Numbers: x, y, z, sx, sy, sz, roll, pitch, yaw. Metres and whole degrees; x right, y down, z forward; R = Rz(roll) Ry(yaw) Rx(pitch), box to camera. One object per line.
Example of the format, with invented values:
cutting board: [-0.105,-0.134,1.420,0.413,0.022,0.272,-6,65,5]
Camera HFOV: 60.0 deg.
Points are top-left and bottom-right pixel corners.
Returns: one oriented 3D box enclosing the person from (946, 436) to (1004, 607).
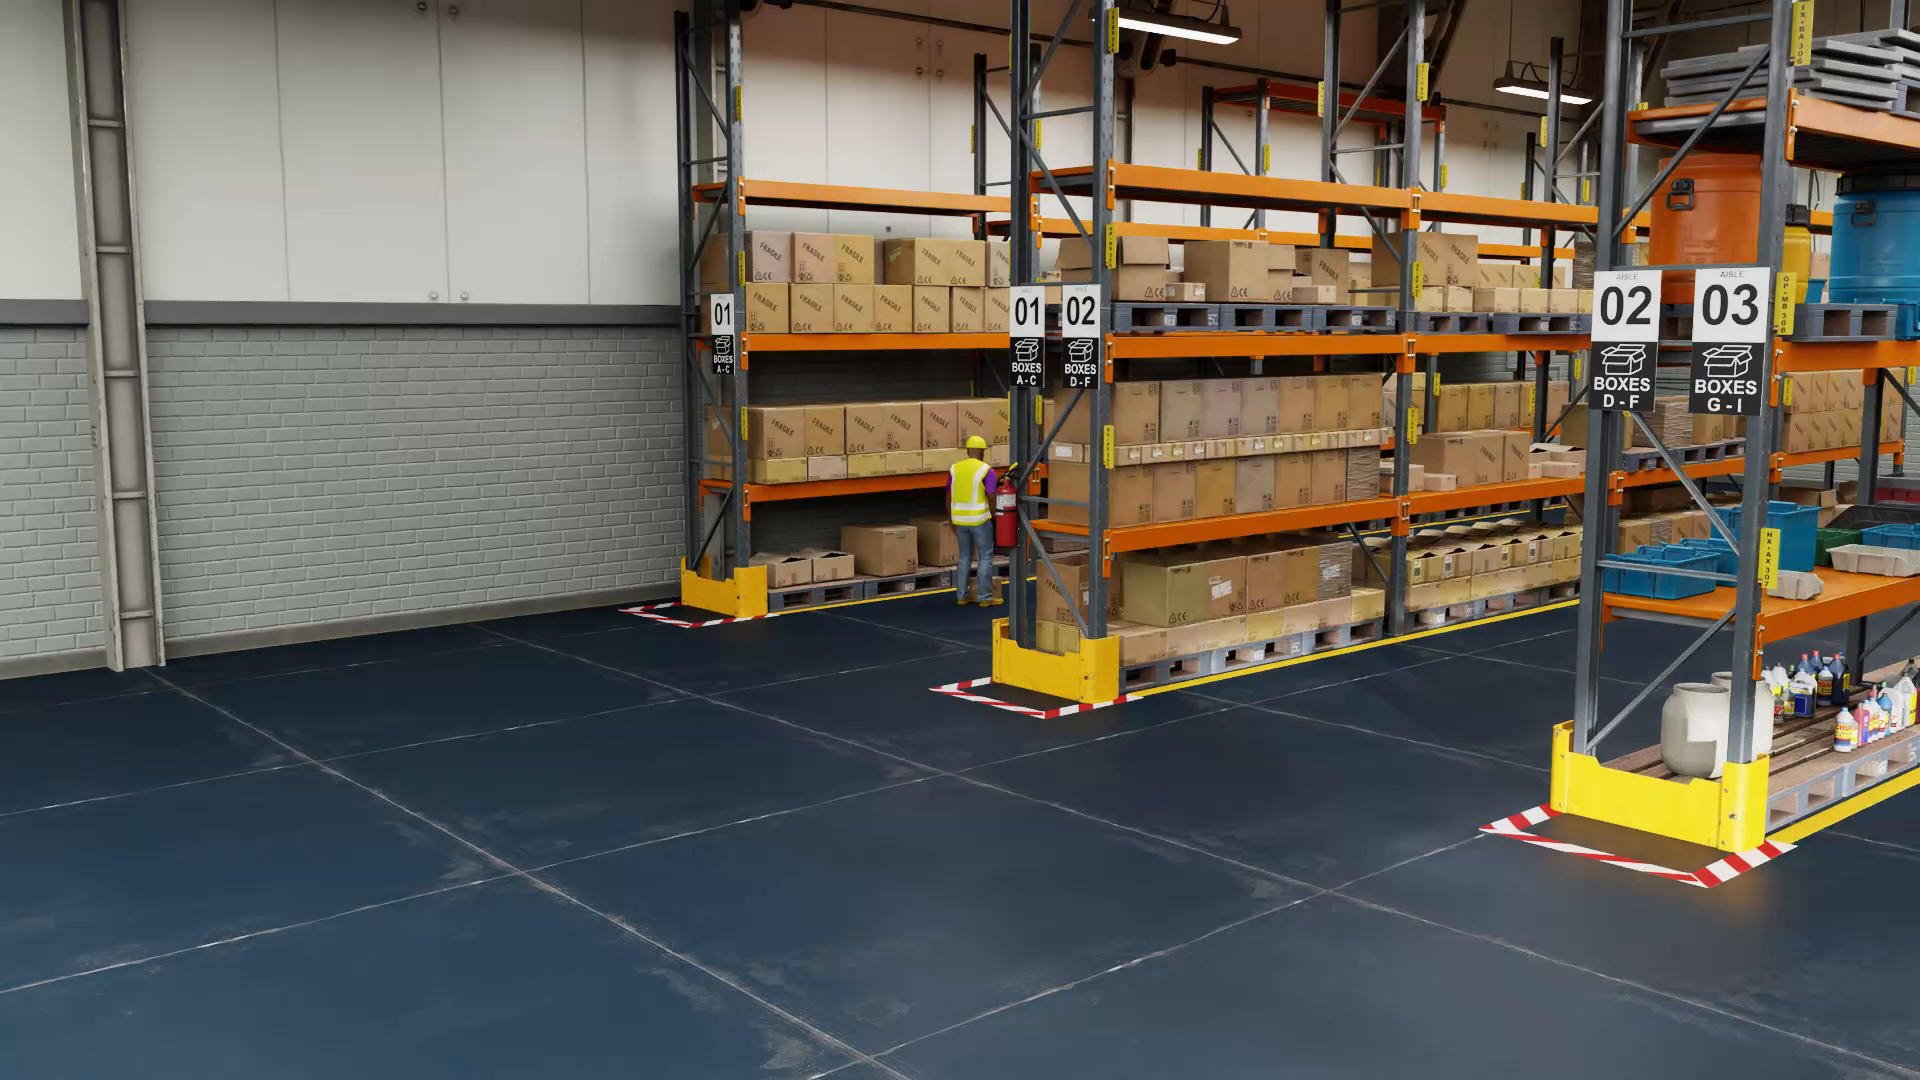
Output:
person: [0.151,-0.201,17.275,0.625,1.759,0.463,5,9,33]
